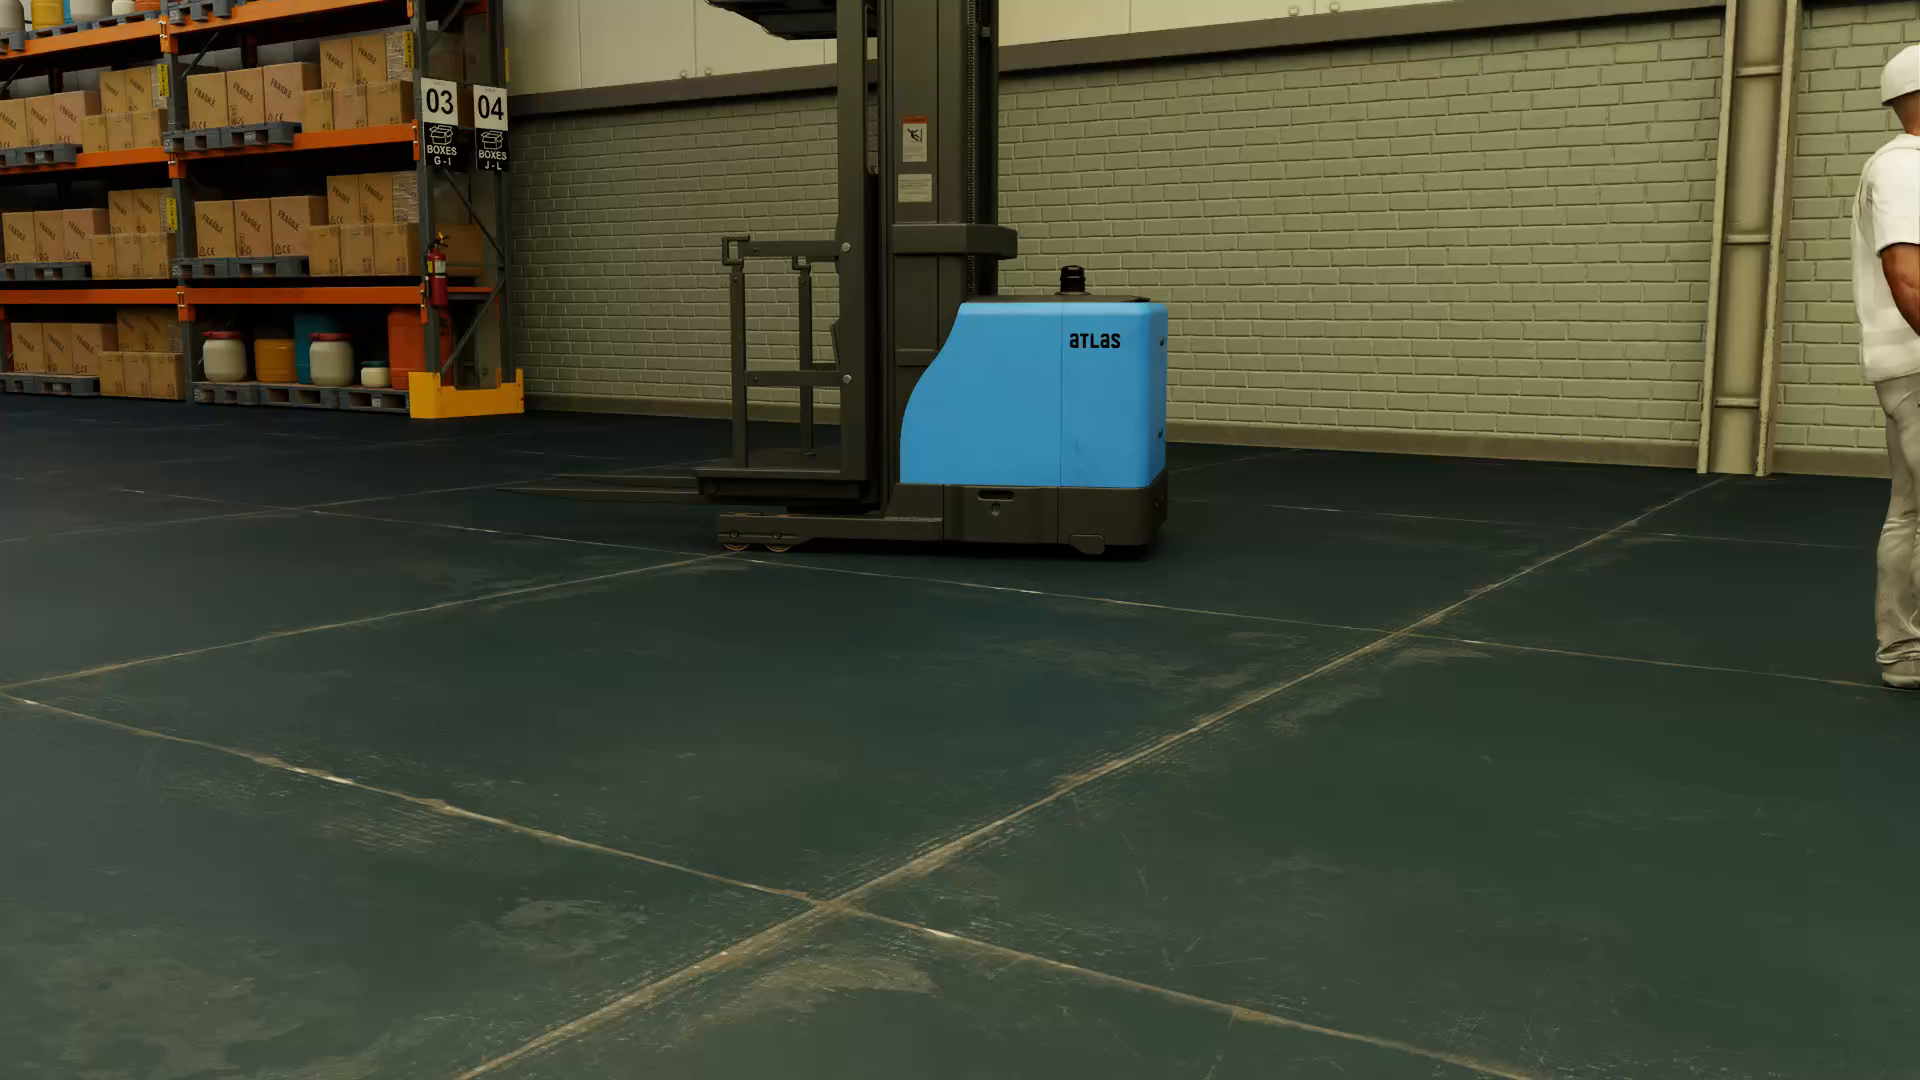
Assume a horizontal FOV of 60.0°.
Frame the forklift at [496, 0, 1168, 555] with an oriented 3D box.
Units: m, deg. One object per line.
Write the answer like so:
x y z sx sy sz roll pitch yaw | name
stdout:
-0.596 -1.469 7.520 3.031 2.935 1.130 2 8 12 | forklift

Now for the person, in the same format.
2.716 -0.461 4.516 0.577 1.765 0.665 4 9 27 | person
